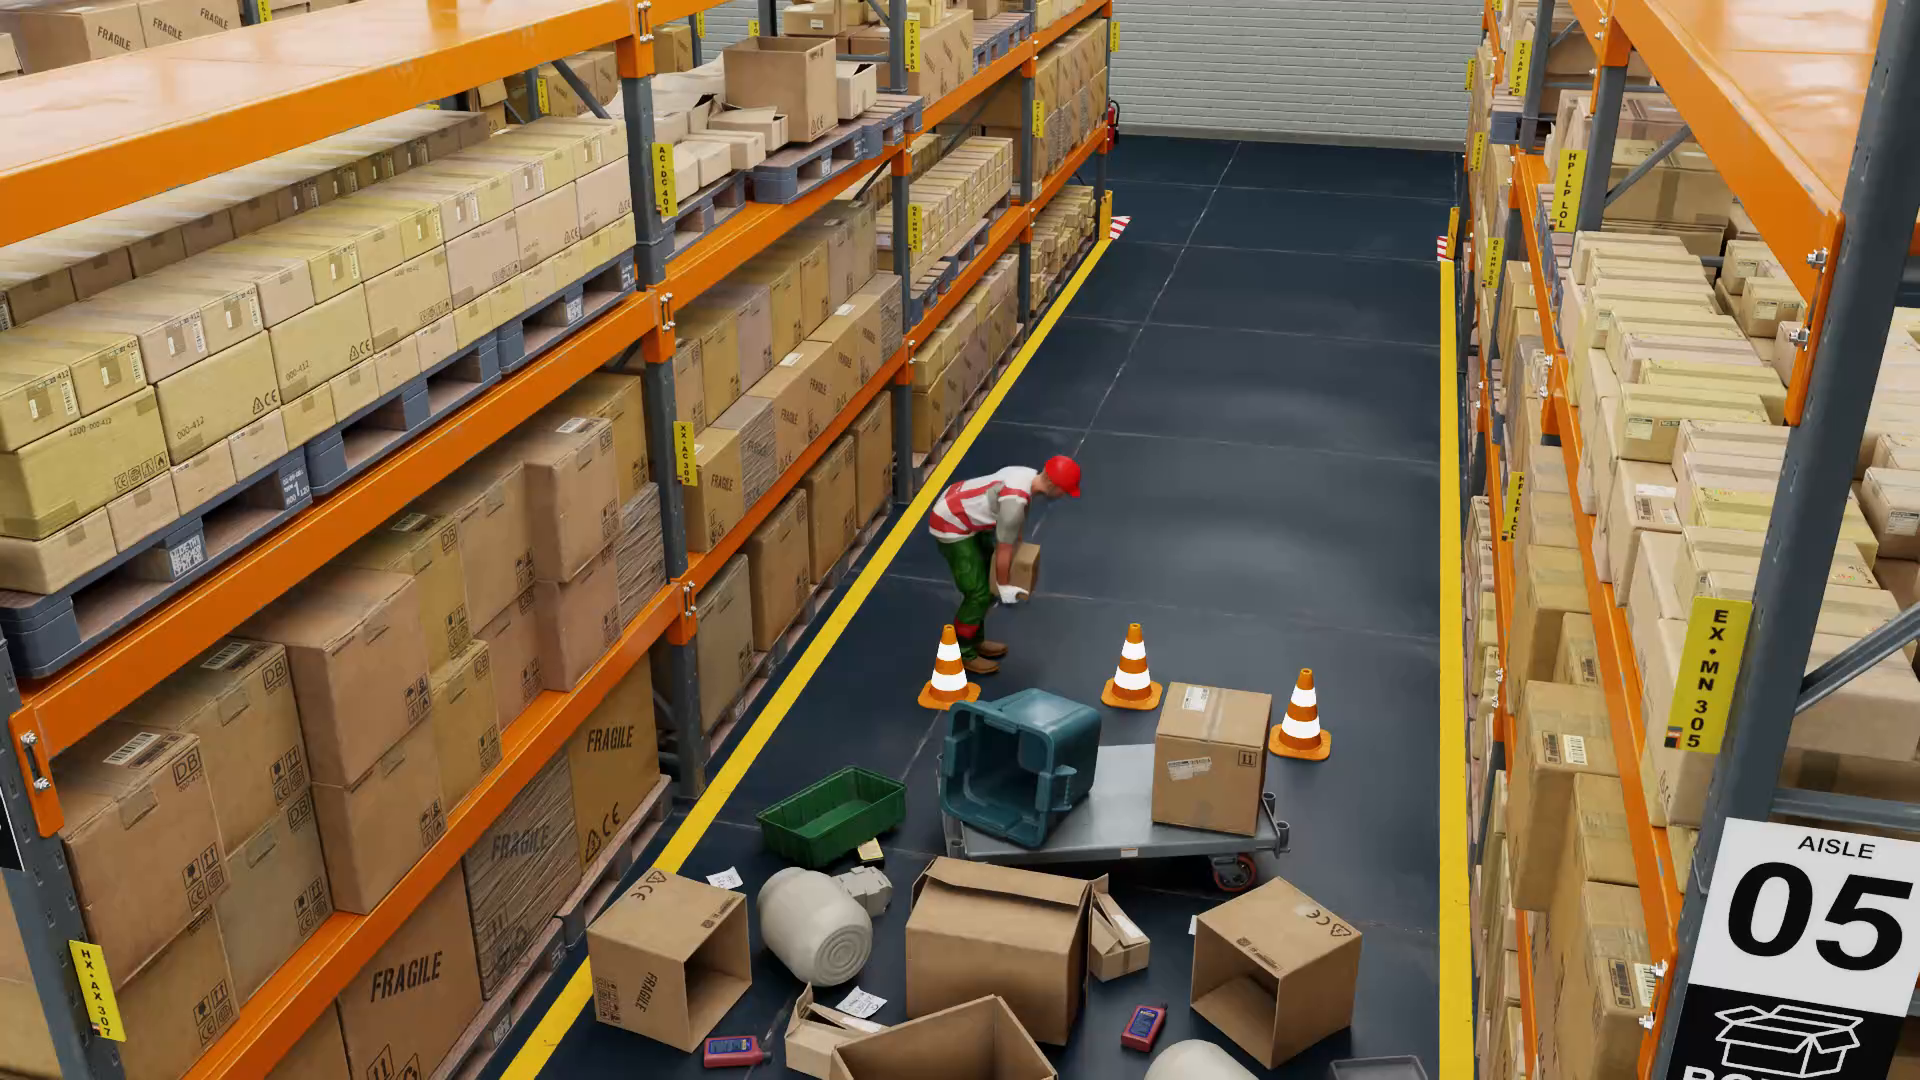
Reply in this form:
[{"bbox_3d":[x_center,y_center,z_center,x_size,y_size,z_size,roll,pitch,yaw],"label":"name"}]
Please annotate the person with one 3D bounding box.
[{"bbox_3d":[0.262,0.120,9.889,0.888,1.396,0.471,6,26,12],"label":"person"}]
